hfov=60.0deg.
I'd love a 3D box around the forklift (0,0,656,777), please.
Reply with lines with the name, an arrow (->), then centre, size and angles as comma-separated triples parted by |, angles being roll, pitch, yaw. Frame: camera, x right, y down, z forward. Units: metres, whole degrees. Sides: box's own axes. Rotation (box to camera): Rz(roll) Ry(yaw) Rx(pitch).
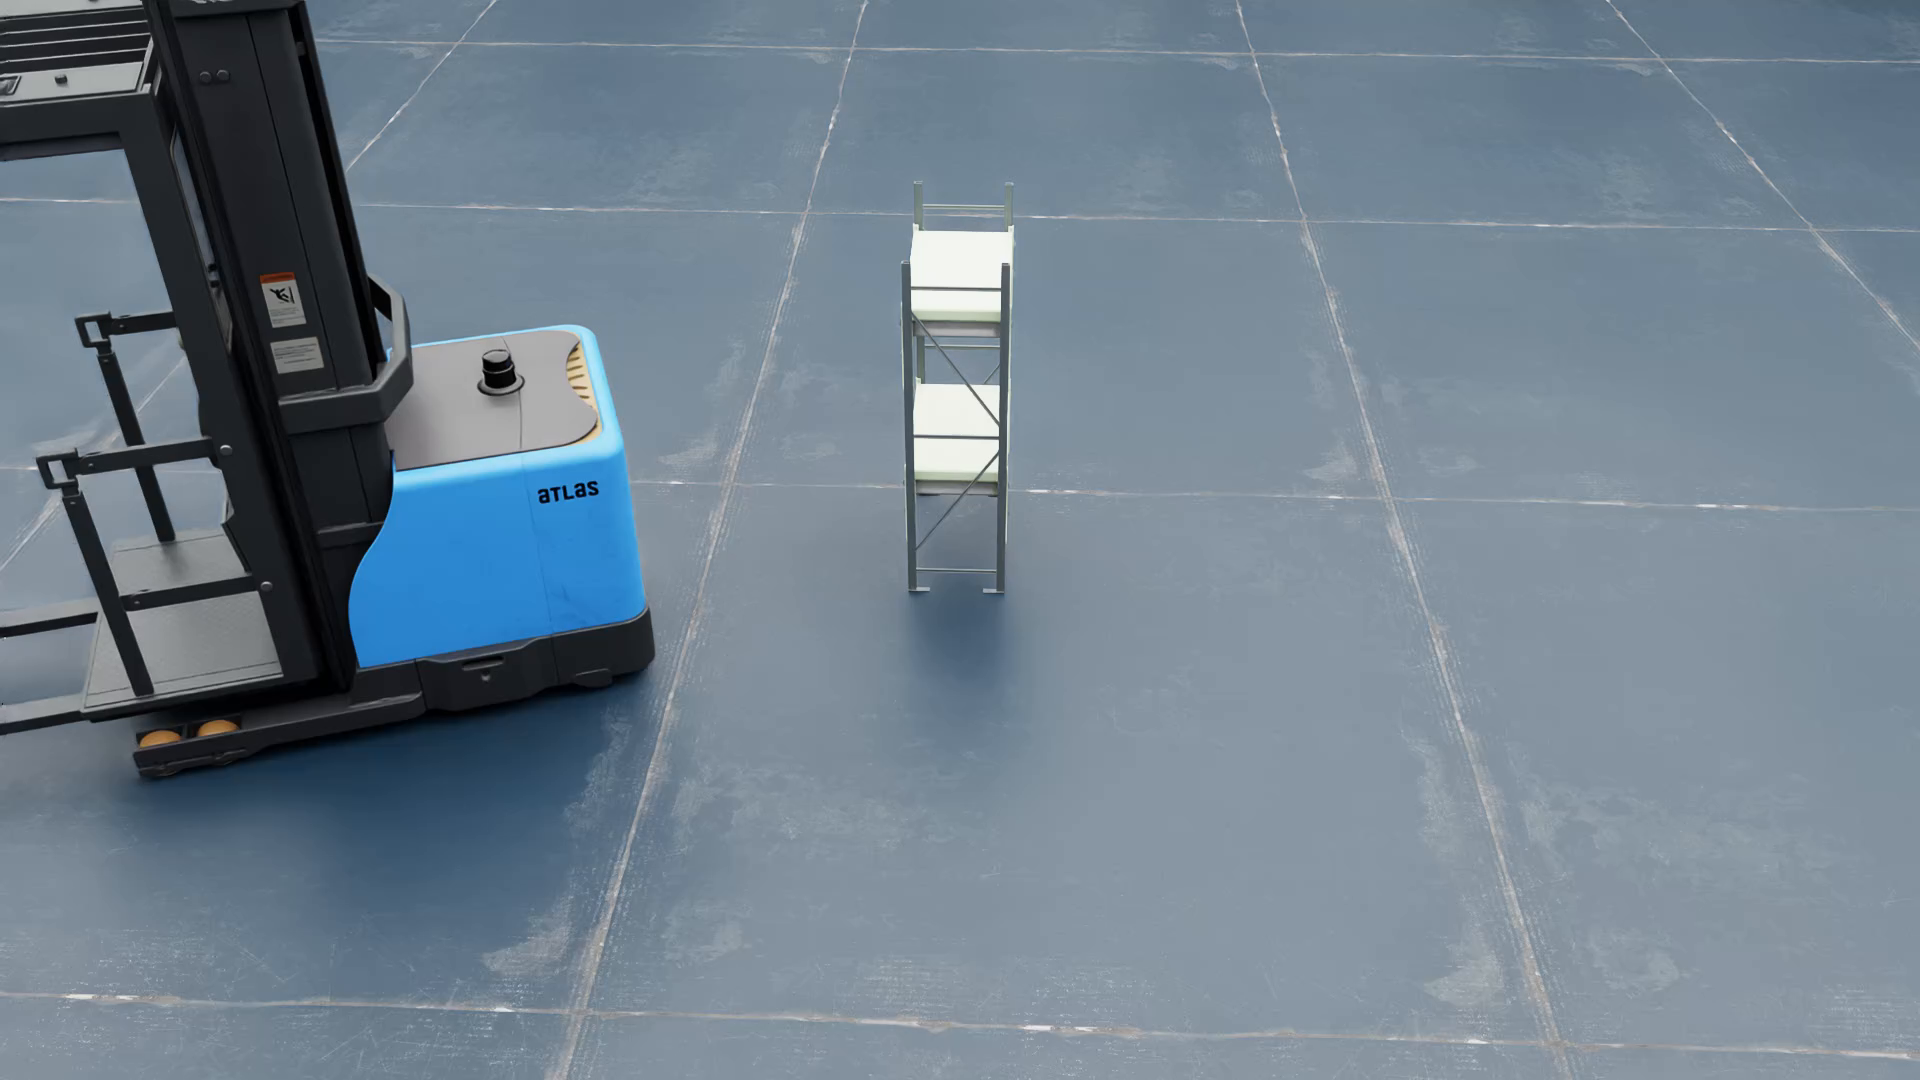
forklift -> -2.763, -0.683, 5.673 | 3.031, 2.935, 1.130 | -10, 36, -14

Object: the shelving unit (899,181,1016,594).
shelving unit -> 0.000, -0.610, 6.813 | 0.431, 1.500, 0.755 | 1, 35, 2

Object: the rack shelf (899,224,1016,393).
rack shelf -> 0.000, -0.929, 6.589 | 0.431, 0.370, 0.720 | 1, 35, 2

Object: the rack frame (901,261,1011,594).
rack frame -> -0.015, -0.399, 6.514 | 0.400, 1.500, 0.023 | 1, 35, 2

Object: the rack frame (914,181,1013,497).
rack frame -> 0.014, -0.820, 7.113 | 0.400, 1.500, 0.023 | 1, 35, 2

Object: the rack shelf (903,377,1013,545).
rack shelf -> 0.000, -0.343, 7.001 | 0.431, 0.370, 0.720 | 1, 35, 2
